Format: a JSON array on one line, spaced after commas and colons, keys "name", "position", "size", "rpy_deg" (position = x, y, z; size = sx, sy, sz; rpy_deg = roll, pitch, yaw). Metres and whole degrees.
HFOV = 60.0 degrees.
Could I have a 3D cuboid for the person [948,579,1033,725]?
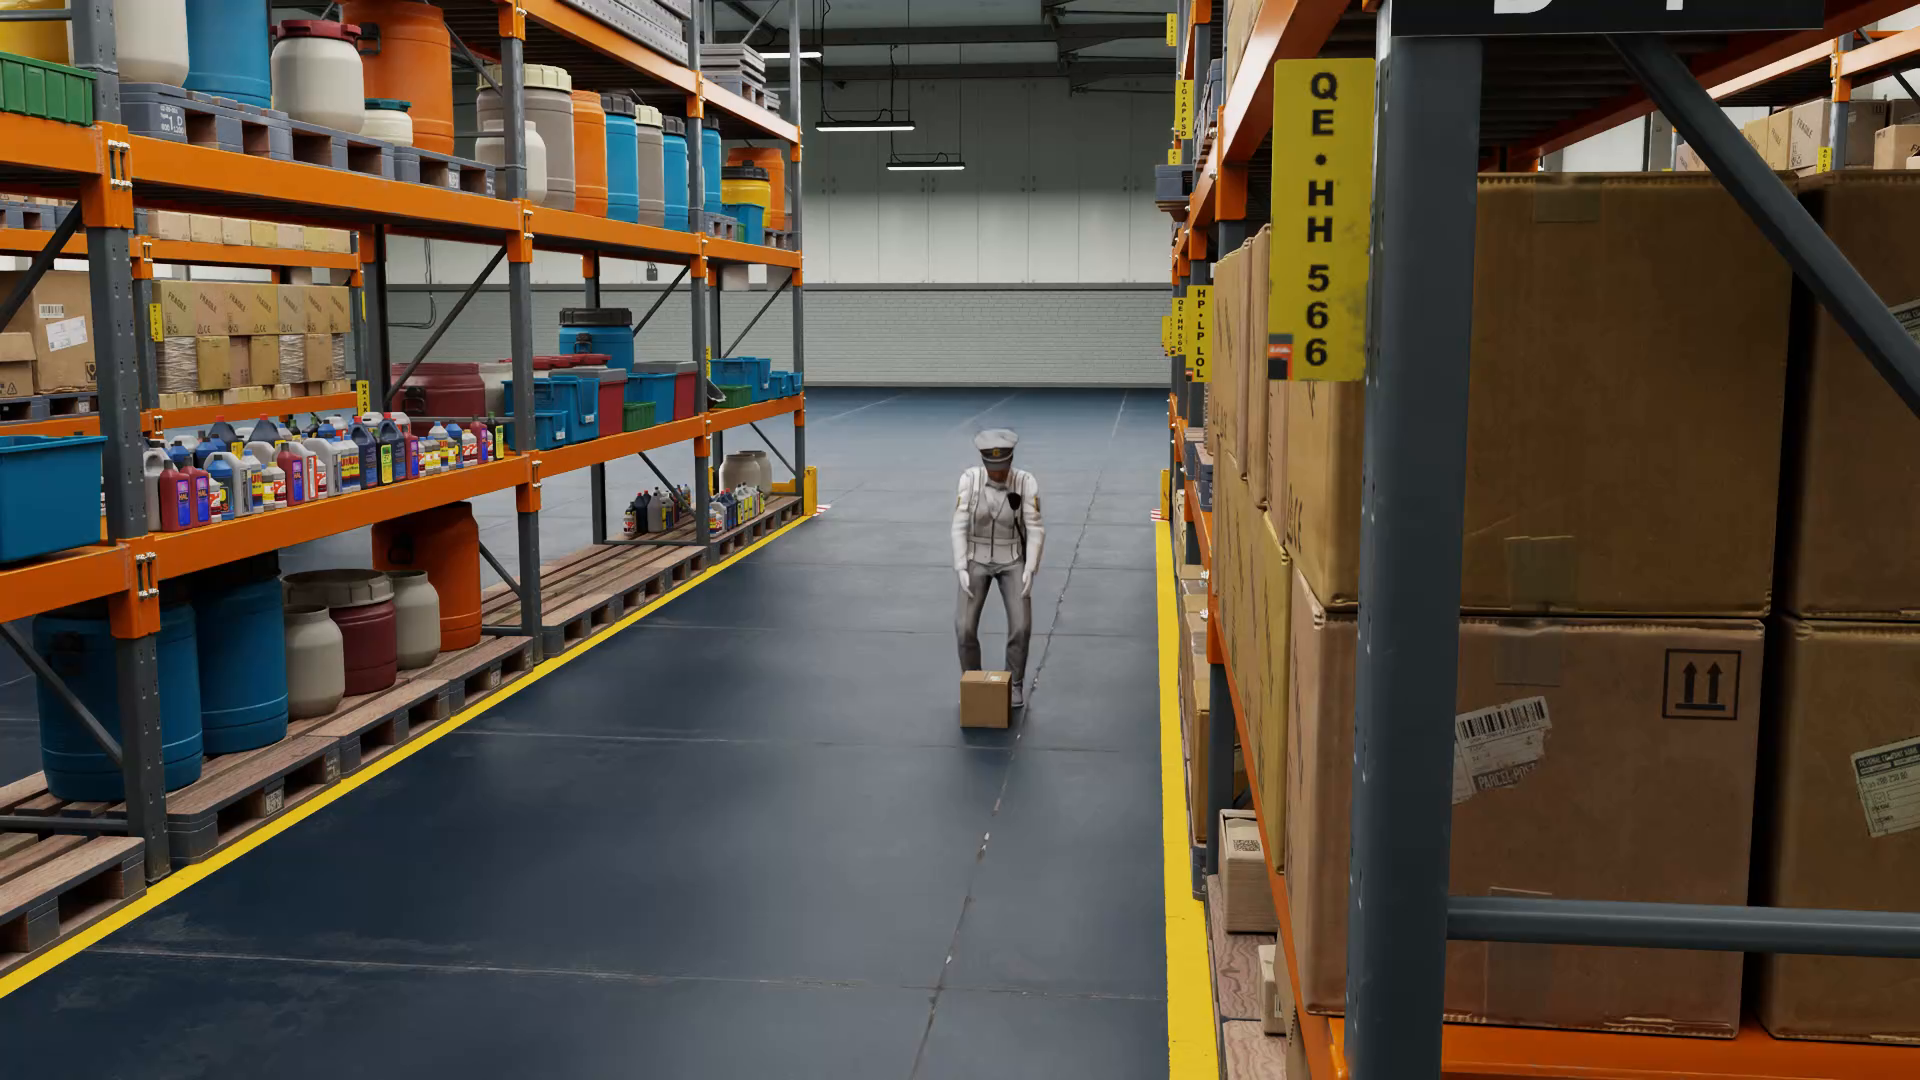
[{"name": "person", "position": [0.169, 0.574, 9.068], "size": [0.460, 0.825, 0.897], "rpy_deg": [1, 8, 5]}]
